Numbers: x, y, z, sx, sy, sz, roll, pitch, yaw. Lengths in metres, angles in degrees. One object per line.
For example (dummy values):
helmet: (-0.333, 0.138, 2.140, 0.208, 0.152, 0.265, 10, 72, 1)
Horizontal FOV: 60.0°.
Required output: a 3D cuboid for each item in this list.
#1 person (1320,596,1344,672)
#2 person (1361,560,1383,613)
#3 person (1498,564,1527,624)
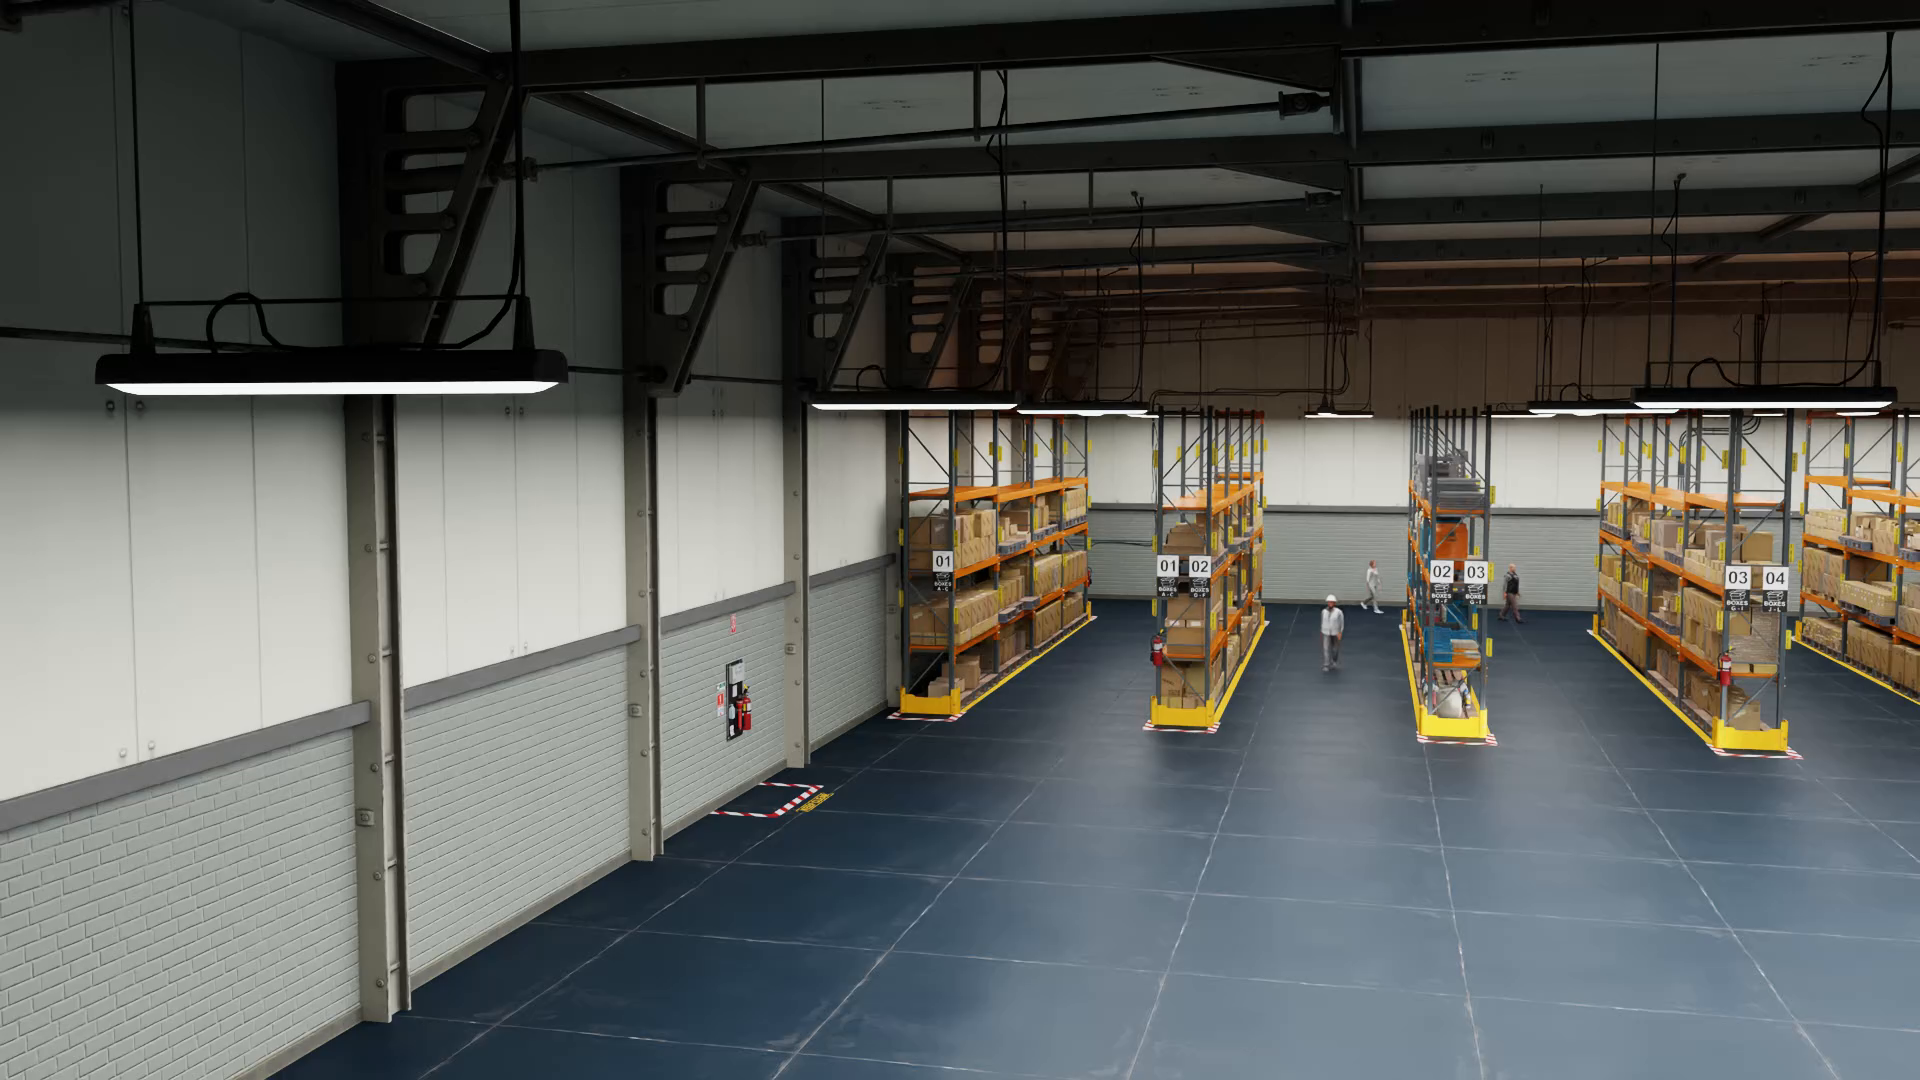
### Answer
person: (8.491, 2.128, 37.971, 0.550, 1.715, 1.074, 1, 4, 17)
person: (12.293, 1.350, 49.640, 0.432, 1.500, 0.787, -4, 6, -42)
person: (15.644, 1.512, 46.981, 0.551, 1.682, 0.948, -4, 6, -44)
